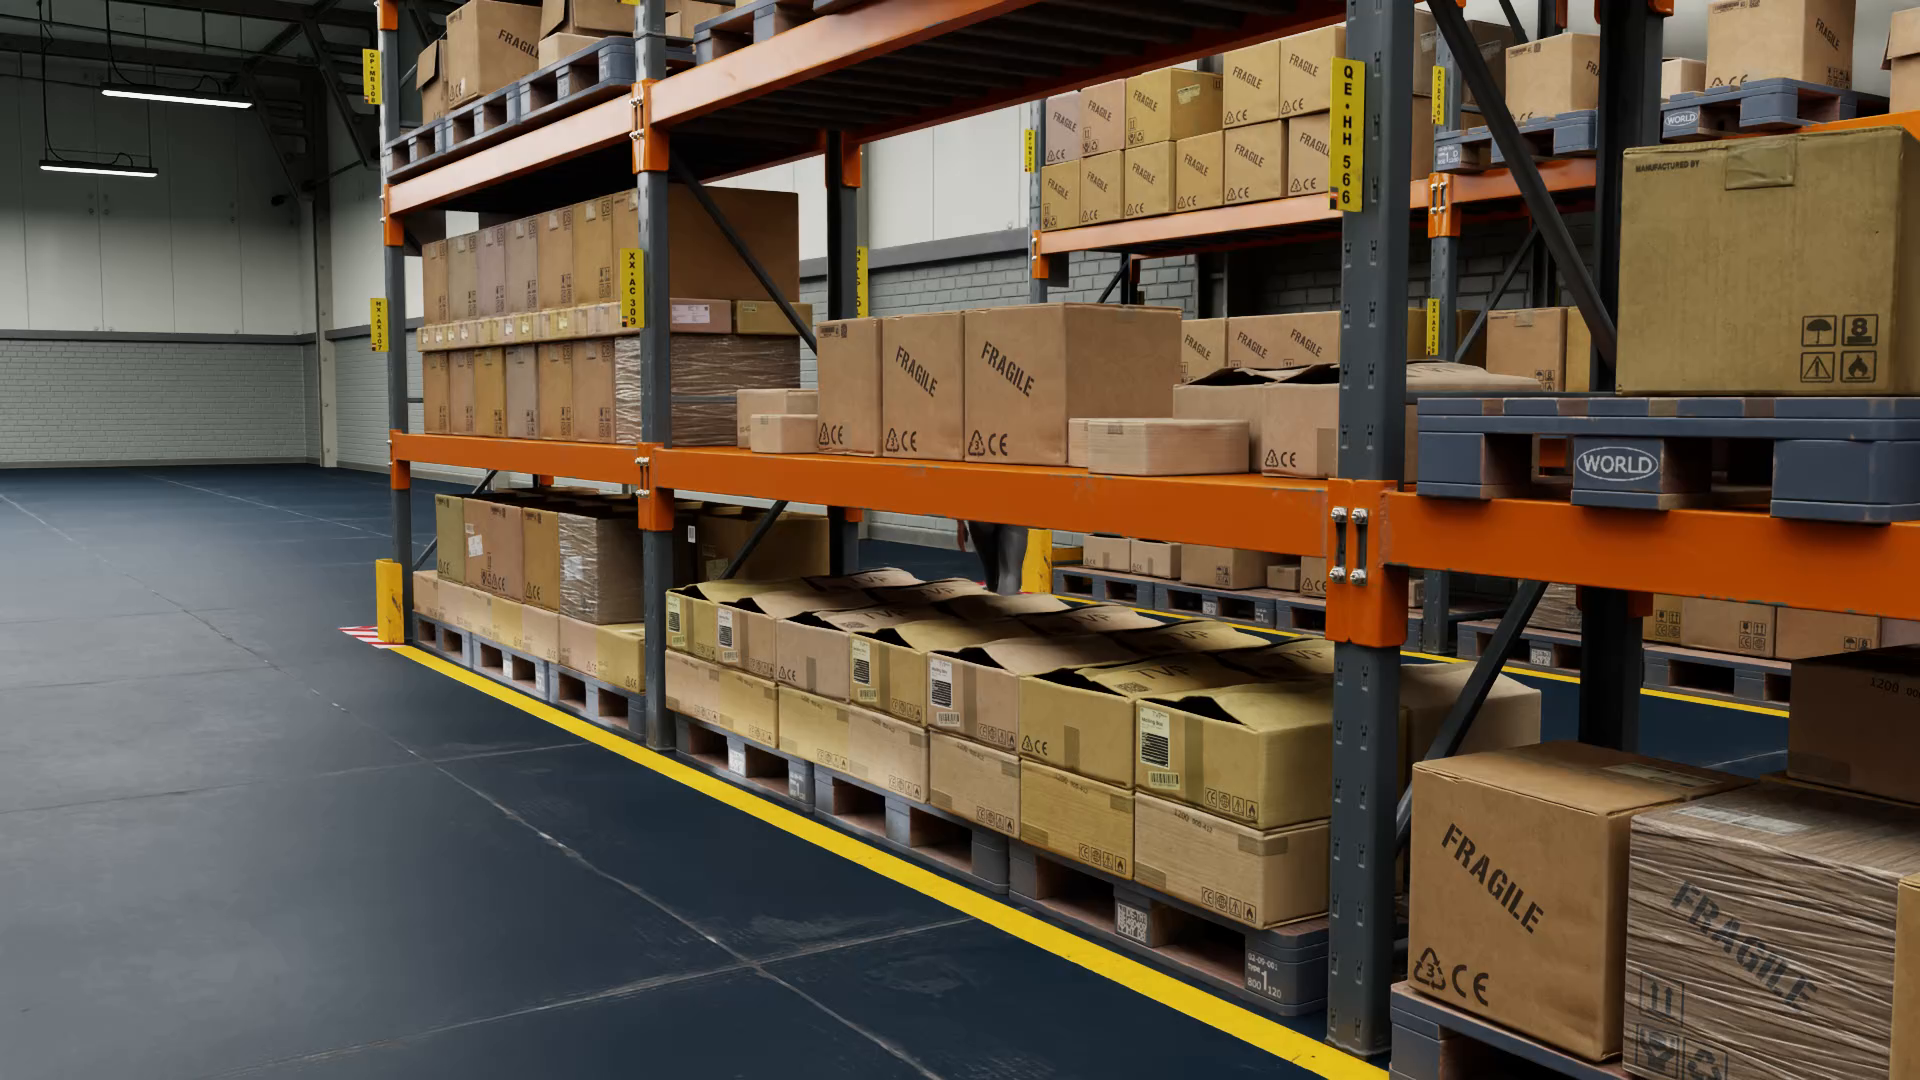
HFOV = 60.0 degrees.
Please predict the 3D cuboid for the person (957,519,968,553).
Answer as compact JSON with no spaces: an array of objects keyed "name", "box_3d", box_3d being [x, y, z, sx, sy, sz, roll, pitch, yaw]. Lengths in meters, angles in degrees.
[{"name":"person","box_3d":[0.202,-0.123,9.726,0.433,1.602,1.029,1,5,10]}]
